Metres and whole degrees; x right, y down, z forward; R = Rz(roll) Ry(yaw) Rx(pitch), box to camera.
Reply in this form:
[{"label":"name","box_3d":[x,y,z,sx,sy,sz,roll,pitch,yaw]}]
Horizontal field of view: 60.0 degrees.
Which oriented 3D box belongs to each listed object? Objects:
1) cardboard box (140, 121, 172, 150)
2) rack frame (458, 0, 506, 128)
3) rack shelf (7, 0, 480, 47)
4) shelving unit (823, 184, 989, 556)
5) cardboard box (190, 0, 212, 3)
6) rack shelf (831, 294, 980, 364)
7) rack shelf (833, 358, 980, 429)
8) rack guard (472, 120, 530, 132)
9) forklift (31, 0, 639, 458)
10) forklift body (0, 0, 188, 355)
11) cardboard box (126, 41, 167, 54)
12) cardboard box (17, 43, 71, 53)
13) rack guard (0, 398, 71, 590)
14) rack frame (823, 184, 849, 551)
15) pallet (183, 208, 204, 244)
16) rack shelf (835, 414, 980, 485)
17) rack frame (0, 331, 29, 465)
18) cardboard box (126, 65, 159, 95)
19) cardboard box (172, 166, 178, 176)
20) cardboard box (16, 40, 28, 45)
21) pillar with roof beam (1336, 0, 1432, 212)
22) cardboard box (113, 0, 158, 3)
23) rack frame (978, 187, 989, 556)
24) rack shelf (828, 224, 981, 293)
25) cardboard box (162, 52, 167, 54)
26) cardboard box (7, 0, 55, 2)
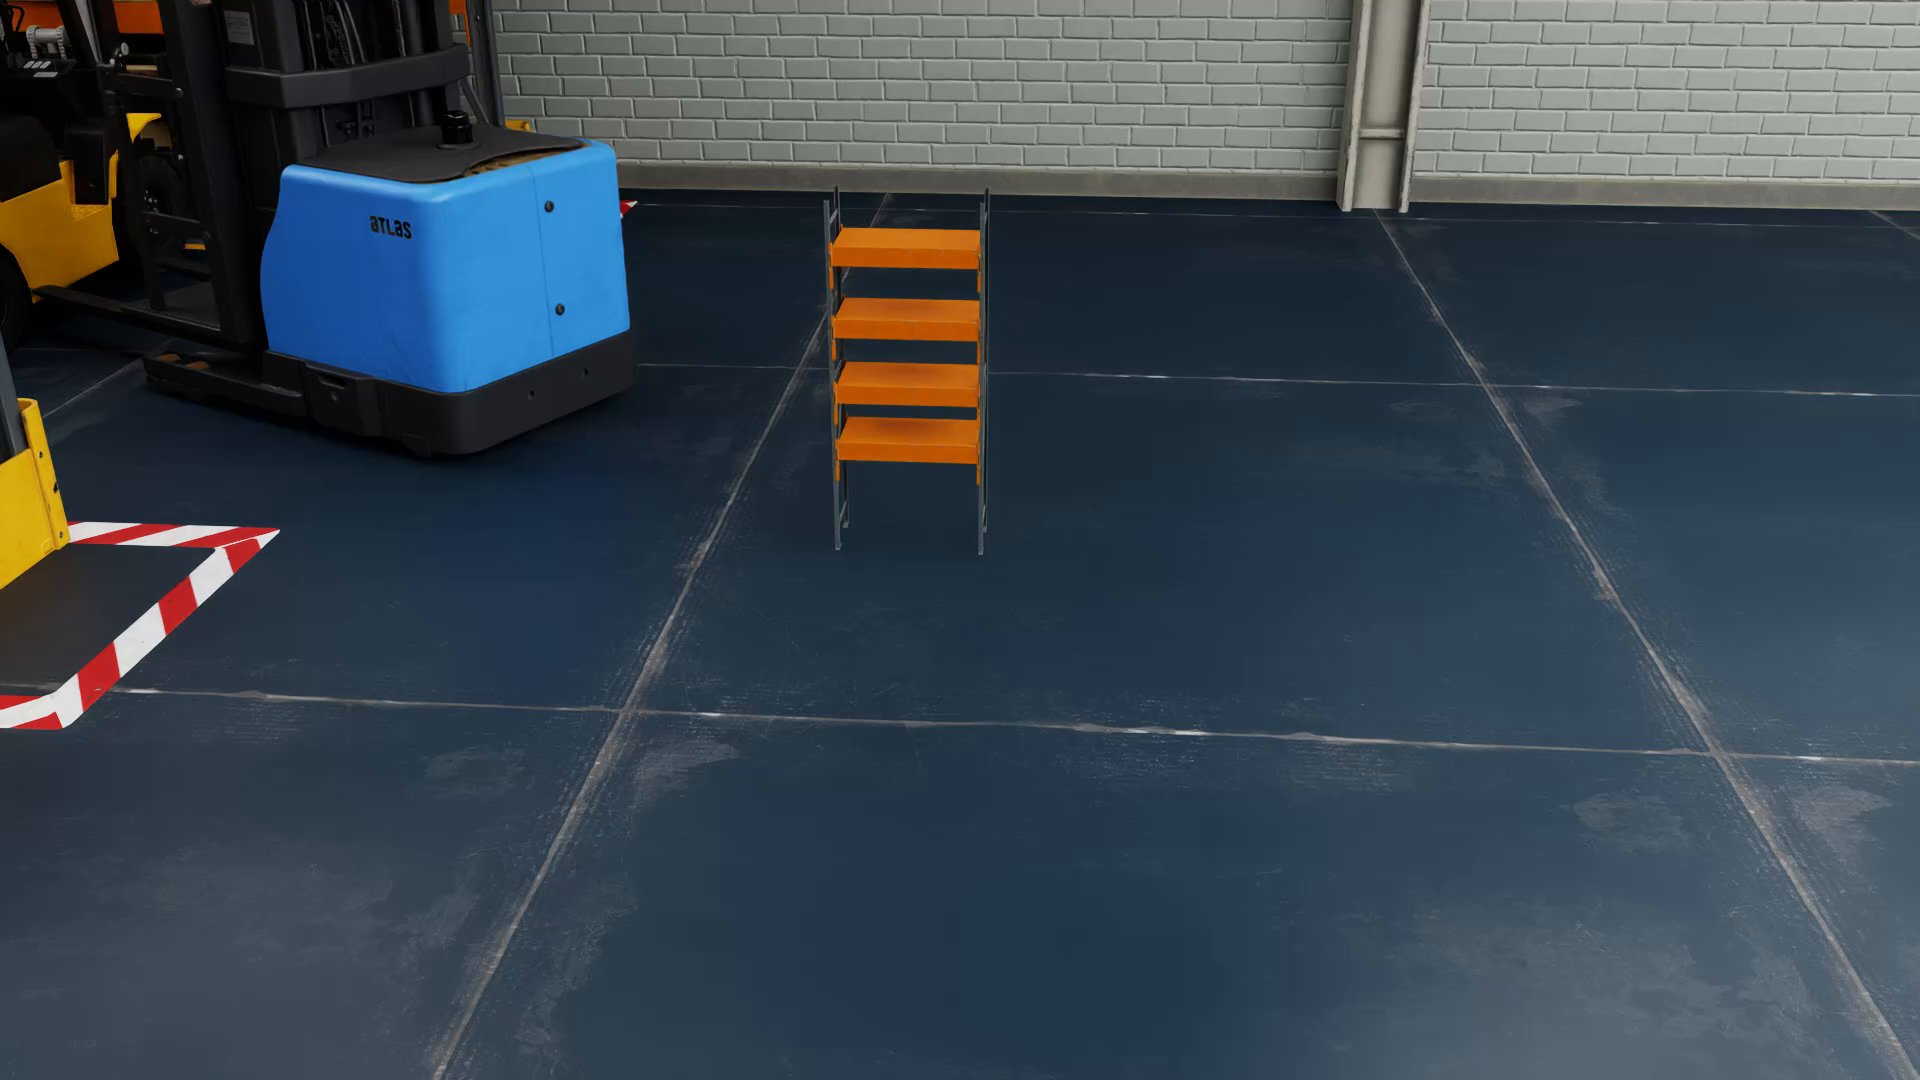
[{"label":"cardboard box","box_3d":[-4.358,-2.292,9.331,0.500,0.250,0.500,1,25,3]},{"label":"rack frame","box_3d":[-2.833,-3.210,9.137,0.127,3.000,1.000,2,25,4]},{"label":"rack shelf","box_3d":[-4.827,-2.947,9.426,4.000,0.370,1.077,2,25,4]},{"label":"shelving unit","box_3d":[-0.165,-0.550,5.511,0.503,1.200,0.258,2,25,4]},{"label":"cardboard box","box_3d":[-3.860,-3.182,8.957,0.500,0.500,0.500,3,25,6]},{"label":"rack shelf","box_3d":[-0.165,-0.692,5.445,0.480,0.148,0.258,2,25,4]},{"label":"rack shelf","box_3d":[-0.165,-0.489,5.539,0.480,0.148,0.258,2,25,4]},{"label":"rack guard","box_3d":[-2.809,-2.073,9.658,0.348,0.500,1.175,2,25,4]},{"label":"forklift","box_3d":[-2.883,-2.089,6.784,3.031,2.935,1.130,14,28,28]},{"label":"forklift body","box_3d":[-4.863,-2.124,7.794,1.214,2.155,2.313,2,25,4]},{"label":"cardboard box","box_3d":[-4.804,-2.754,9.737,0.500,0.250,0.500,1,25,3]},{"label":"cardboard box","box_3d":[-5.306,-2.767,9.765,0.500,0.250,0.500,2,25,4]},{"label":"rack guard","box_3d":[-3.285,-0.008,5.168,0.348,0.500,1.175,2,25,4]},{"label":"rack frame","box_3d":[-0.408,-0.558,5.528,0.015,1.200,0.240,2,25,4]},{"label":"pallet","box_3d":[-4.812,-1.990,9.822,1.213,0.211,1.003,2,25,4]},{"label":"rack shelf","box_3d":[-0.165,-0.309,5.622,0.480,0.148,0.258,2,25,4]},{"label":"rack frame","box_3d":[-3.209,-1.141,4.640,0.127,3.000,1.000,2,25,4]},{"label":"cardboard box","box_3d":[-4.329,-2.516,9.220,0.500,0.250,0.500,2,25,5]},{"label":"cardboard box","box_3d":[-4.319,-2.074,9.456,0.500,0.250,0.500,2,25,5]},{"label":"cardboard box","box_3d":[-5.809,-2.788,9.812,0.500,0.250,0.500,1,25,3]},{"label":"pillar with roof beam","box_3d":[2.195,-4.347,4.431,0.400,9.000,9.100,2,25,4]},{"label":"cardboard box","box_3d":[-4.371,-3.198,8.992,0.500,0.500,0.500,1,25,3]},{"label":"rack frame","box_3d":[0.078,-0.543,5.494,0.015,1.200,0.240,2,25,4]},{"label":"rack shelf","box_3d":[-0.165,-0.907,5.346,0.480,0.148,0.258,2,25,4]},{"label":"cardboard box","box_3d":[-4.294,-2.735,9.696,0.500,0.250,0.500,2,25,4]},{"label":"cardboard box","box_3d":[-4.873,-3.210,9.017,0.500,0.500,0.500,2,25,4]}]
